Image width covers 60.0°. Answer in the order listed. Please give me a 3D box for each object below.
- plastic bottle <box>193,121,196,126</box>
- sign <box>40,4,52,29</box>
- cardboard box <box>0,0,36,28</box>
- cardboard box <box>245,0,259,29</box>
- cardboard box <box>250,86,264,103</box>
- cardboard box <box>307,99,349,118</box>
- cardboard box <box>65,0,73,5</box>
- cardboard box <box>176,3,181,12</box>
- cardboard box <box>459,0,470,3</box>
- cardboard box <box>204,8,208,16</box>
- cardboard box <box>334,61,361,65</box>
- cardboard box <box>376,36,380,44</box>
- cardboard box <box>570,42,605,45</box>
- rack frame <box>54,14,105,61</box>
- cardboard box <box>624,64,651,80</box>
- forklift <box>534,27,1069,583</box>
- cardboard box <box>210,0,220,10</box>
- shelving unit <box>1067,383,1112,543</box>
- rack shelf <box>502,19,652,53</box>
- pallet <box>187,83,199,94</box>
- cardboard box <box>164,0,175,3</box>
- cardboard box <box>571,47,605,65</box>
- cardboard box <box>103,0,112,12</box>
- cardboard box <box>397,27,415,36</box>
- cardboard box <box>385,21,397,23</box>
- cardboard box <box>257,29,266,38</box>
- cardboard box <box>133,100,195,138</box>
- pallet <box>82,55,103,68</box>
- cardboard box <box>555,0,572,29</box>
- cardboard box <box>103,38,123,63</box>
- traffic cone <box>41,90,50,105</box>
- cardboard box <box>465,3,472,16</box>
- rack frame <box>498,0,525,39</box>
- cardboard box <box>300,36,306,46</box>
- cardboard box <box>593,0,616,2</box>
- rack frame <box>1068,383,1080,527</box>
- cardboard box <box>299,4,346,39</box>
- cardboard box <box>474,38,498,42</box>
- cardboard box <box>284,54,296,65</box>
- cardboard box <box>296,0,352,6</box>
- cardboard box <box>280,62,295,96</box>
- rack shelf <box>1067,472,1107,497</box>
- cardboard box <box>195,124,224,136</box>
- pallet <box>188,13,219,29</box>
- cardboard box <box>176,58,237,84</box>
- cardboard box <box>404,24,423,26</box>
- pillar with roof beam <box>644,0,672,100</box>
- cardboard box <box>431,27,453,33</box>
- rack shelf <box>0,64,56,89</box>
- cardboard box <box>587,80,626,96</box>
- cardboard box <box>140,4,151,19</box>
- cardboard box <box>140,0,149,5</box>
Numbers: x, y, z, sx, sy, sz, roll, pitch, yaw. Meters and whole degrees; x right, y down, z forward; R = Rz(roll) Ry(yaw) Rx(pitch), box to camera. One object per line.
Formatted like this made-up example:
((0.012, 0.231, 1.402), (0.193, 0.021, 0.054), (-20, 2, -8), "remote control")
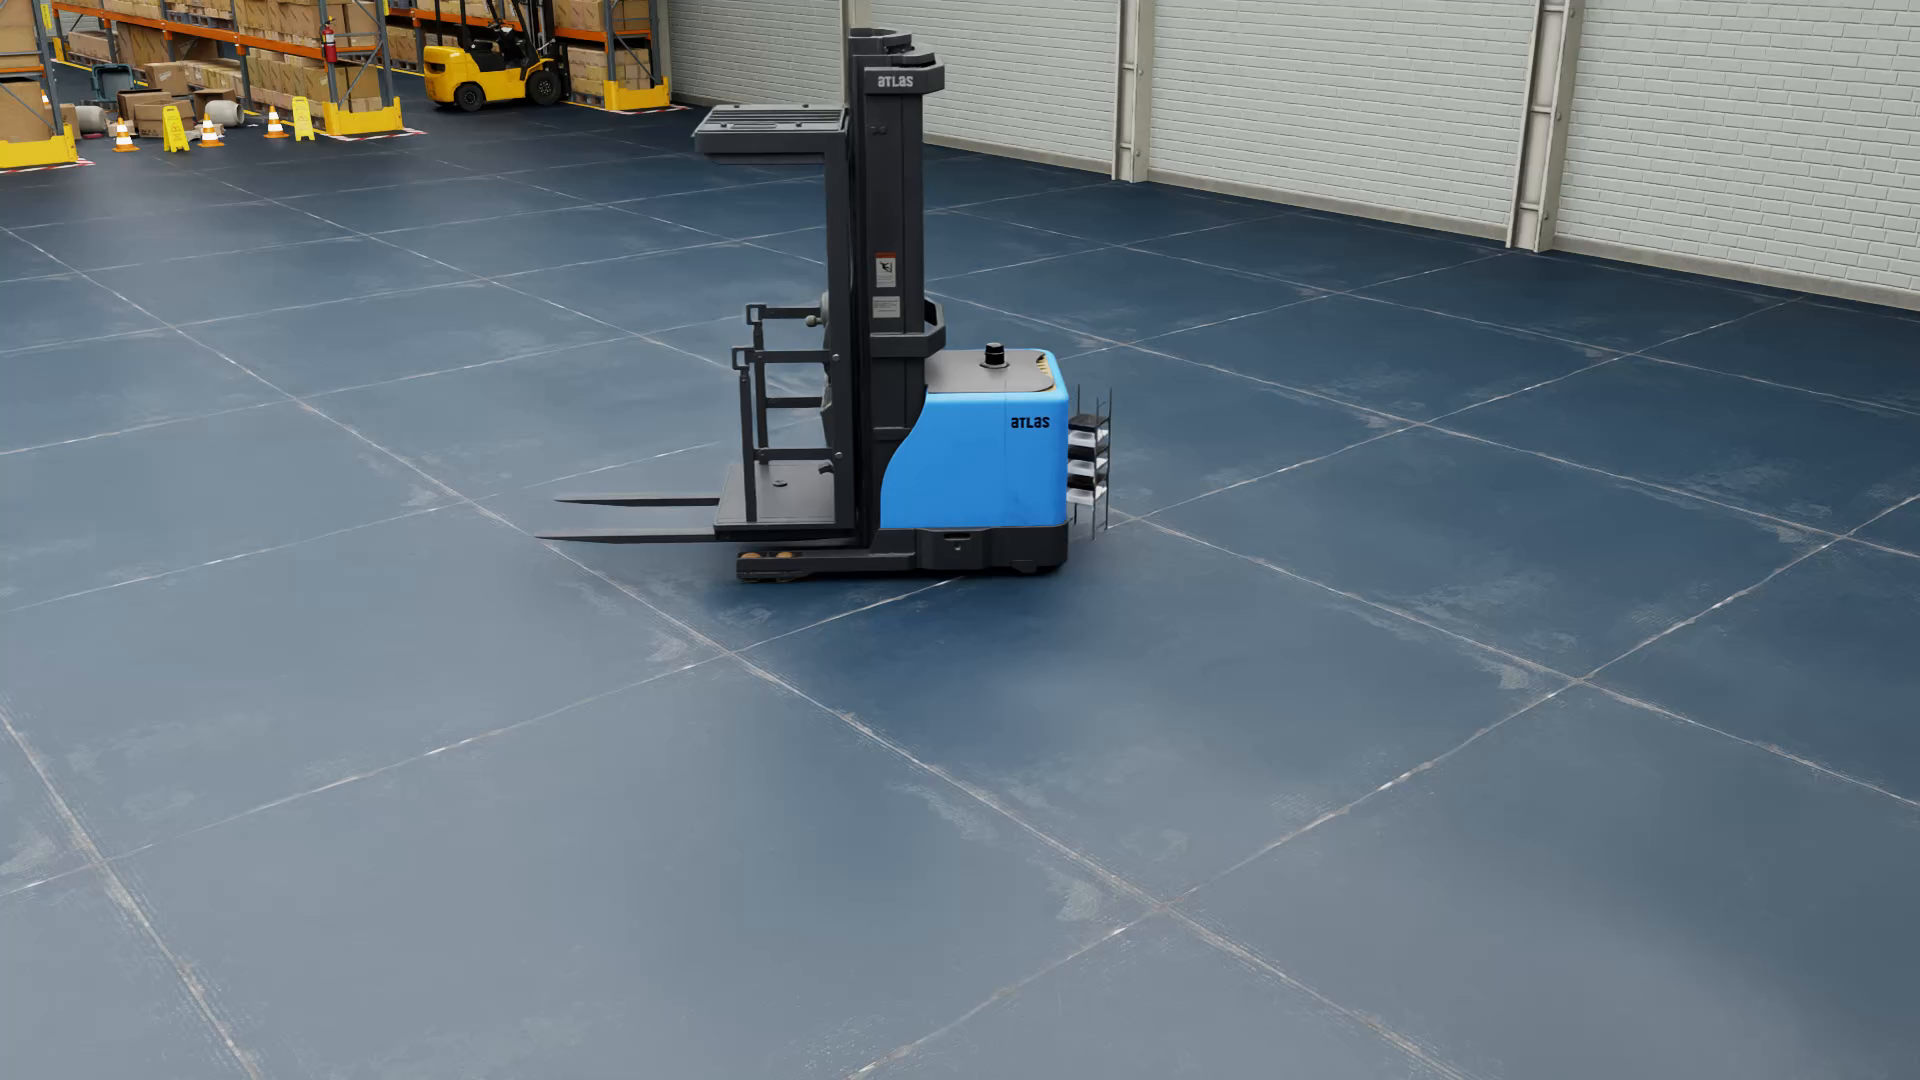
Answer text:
((-12.727, -6.896, 27.508), (0.133, 0.061, 0.283), (-12, 25, -28), "plastic bottle")
((-12.797, -7.327, 23.282), (0.100, 0.325, 0.005), (-17, 27, -37), "sign")
((-13.434, -7.441, 23.182), (0.875, 0.550, 0.550), (-17, 27, -37), "cardboard box")
((-11.727, -8.932, 28.130), (0.500, 0.500, 0.500), (-18, 27, -38), "cardboard box")
((-11.968, -7.756, 28.867), (0.500, 0.250, 0.500), (-19, 28, -40), "cardboard box")
((-10.284, -7.044, 27.049), (0.500, 0.250, 0.500), (-18, 27, -38), "cardboard box")
((-19.216, -11.951, 36.246), (0.500, 0.500, 0.500), (-18, 27, -38), "cardboard box")
((-14.385, -9.945, 31.030), (0.380, 0.149, 0.250), (-20, 29, -41), "cardboard box")
((-9.575, -10.771, 32.892), (0.500, 0.250, 0.500), (-17, 27, -36), "cardboard box")
((-13.348, -9.508, 29.915), (0.380, 0.149, 0.250), (-17, 27, -37), "cardboard box")
((-10.215, -7.665, 27.608), (0.500, 0.500, 0.500), (-19, 28, -39), "cardboard box")
((-12.456, -10.877, 36.492), (0.500, 0.500, 0.500), (-19, 28, -39), "cardboard box")
((-6.926, -9.125, 30.992), (0.500, 0.250, 0.500), (-18, 28, -38), "cardboard box")
((-19.981, -12.383, 37.487), (1.000, 3.000, 0.127), (-17, 27, -37), "rack frame")
((-5.929, -8.473, 30.012), (0.500, 0.250, 0.500), (-17, 27, -36), "cardboard box")
((-0.917, -1.321, 9.337), (3.031, 2.935, 1.130), (-1, 21, -2), "forklift")
((-12.948, -9.658, 29.409), (0.500, 0.500, 0.500), (-17, 27, -37), "cardboard box")
((0.753, -0.458, 9.920), (0.210, 0.900, 0.258), (10, 23, 24), "shelving unit")
((-7.085, -9.363, 30.762), (1.077, 0.370, 4.000), (-17, 27, -37), "rack shelf")
((-14.250, -8.658, 31.800), (1.003, 0.211, 1.213), (-17, 27, -37), "pallet")
((-14.641, -10.374, 31.237), (0.500, 0.500, 0.500), (-18, 28, -39), "cardboard box")
((-6.654, -8.719, 29.955), (0.500, 0.250, 0.500), (-17, 27, -36), "cardboard box")
((-17.283, -11.024, 34.222), (0.500, 0.250, 0.500), (-18, 28, -39), "cardboard box")
((-11.856, -10.917, 35.705), (0.380, 0.149, 0.250), (-19, 28, -39), "cardboard box")
((-12.813, -11.625, 37.513), (0.380, 0.149, 0.250), (-17, 27, -37), "cardboard box")
((-11.650, -8.587, 28.140), (0.380, 0.149, 0.250), (-16, 27, -36), "cardboard box")
((-12.602, -6.683, 26.356), (0.637, 0.503, 0.797), (3, 22, 9), "cardboard box")
((-18.608, -10.545, 36.619), (1.003, 0.211, 1.213), (-17, 27, -37), "pallet")
((-6.966, -9.552, 30.122), (0.500, 0.500, 0.500), (-18, 28, -38), "cardboard box")
((-17.699, -10.479, 35.564), (0.875, 0.438, 0.875), (-18, 28, -38), "cardboard box")
((-15.564, -7.410, 28.269), (0.336, 0.463, 0.334), (-17, 27, -37), "traffic cone")
((-9.551, -10.540, 32.986), (0.500, 0.250, 0.500), (-17, 27, -37), "cardboard box")
((-8.390, -10.250, 32.042), (1.000, 3.000, 0.127), (-17, 27, -37), "rack frame")
((-10.344, -8.017, 26.685), (0.380, 0.149, 0.250), (-18, 28, -38), "cardboard box")
((-6.218, -9.523, 29.158), (0.380, 0.149, 0.250), (-17, 27, -37), "cardboard box")
((0.661, -0.474, 9.961), (0.006, 0.900, 0.240), (10, 23, 24), "rack frame")
((-10.100, -8.232, 26.344), (0.500, 0.500, 0.500), (-18, 28, -38), "cardboard box")
((-9.240, -9.698, 33.312), (0.875, 0.625, 0.625), (-18, 28, -38), "cardboard box")
((-10.881, -7.917, 27.361), (0.380, 0.149, 0.250), (-16, 27, -35), "cardboard box")
((-10.036, -8.702, 26.173), (0.700, 0.500, 0.500), (-18, 28, -39), "cardboard box")
((-10.925, -7.671, 27.622), (0.500, 0.500, 0.500), (-18, 28, -39), "cardboard box")
((0.753, -0.343, 9.965), (0.200, 0.077, 0.258), (10, 23, 24), "rack shelf")
((-11.923, -6.516, 26.417), (0.380, 0.149, 0.250), (-4, 22, -10), "cardboard box")
((-13.436, -9.546, 30.507), (1.003, 0.211, 1.213), (-17, 27, -37), "pallet")
((-14.398, -8.986, 31.842), (0.950, 0.372, 0.625), (-20, 29, -41), "cardboard box")
((-11.990, -11.252, 36.561), (0.380, 0.149, 0.250), (-17, 27, -37), "cardboard box")
((-8.812, -11.321, 26.548), (9.100, 9.000, 0.400), (-17, 27, -37), "pillar with roof beam")
((-11.106, -10.907, 35.682), (0.380, 0.149, 0.250), (-16, 26, -35), "cardboard box")
((-14.527, -6.974, 24.663), (1.077, 0.370, 4.000), (-17, 27, -37), "rack shelf")
((-6.325, -8.115, 29.784), (0.500, 0.250, 0.500), (-17, 27, -37), "cardboard box")
((-15.631, -10.318, 32.421), (0.500, 0.250, 0.500), (-17, 27, -37), "cardboard box")
((-15.605, -10.550, 32.327), (0.500, 0.250, 0.500), (-18, 28, -39), "cardboard box")
